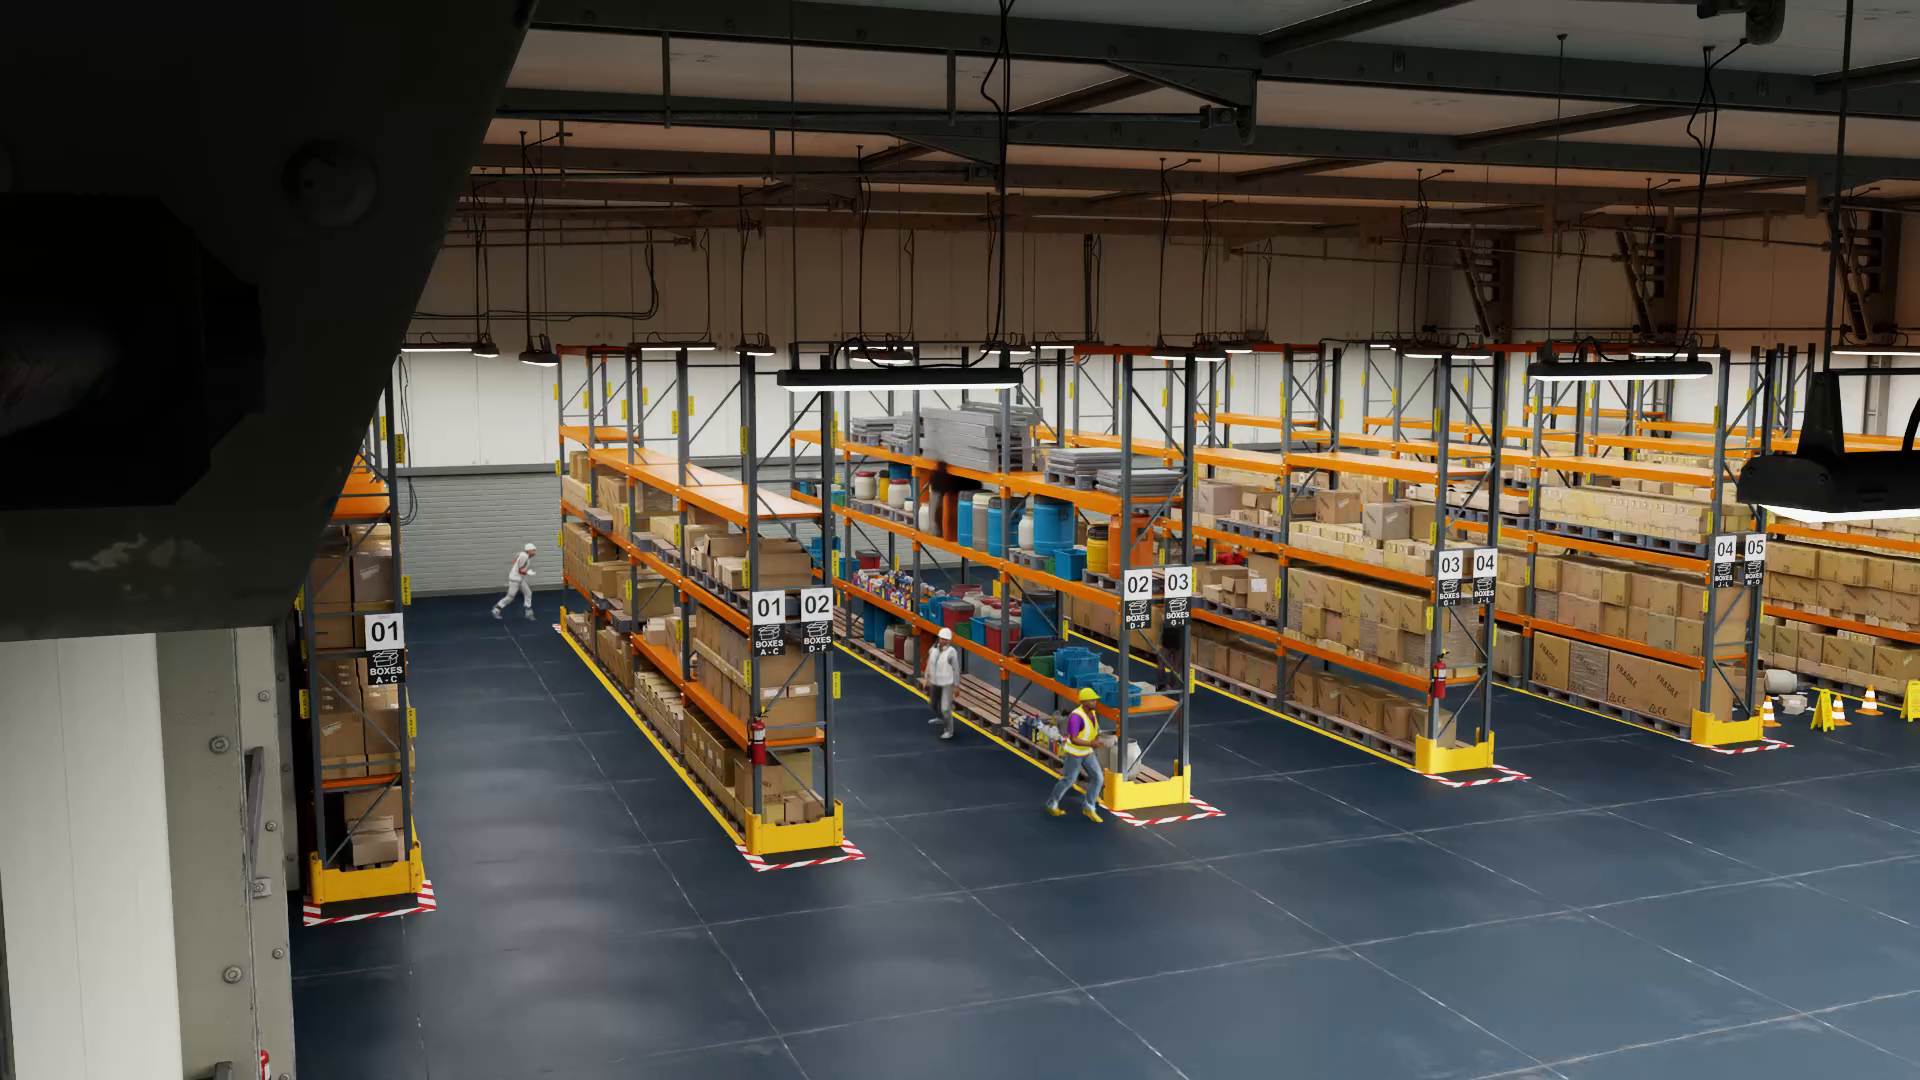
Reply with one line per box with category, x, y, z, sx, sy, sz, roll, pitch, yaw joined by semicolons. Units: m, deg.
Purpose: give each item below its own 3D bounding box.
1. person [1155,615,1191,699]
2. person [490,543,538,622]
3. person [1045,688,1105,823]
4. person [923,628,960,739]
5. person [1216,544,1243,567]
person;3.643;1.867;28.584;0.647;1.745;0.471;1;7;11
person;-9.650;0.945;35.961;1.047;1.733;0.705;-2;8;-17
person;1.538;2.762;21.393;0.842;1.782;0.729;5;9;35
person;-0.290;2.183;25.983;0.839;1.712;0.703;6;9;39
person;5.937;0.893;36.462;0.637;1.651;0.729;-5;9;-35
